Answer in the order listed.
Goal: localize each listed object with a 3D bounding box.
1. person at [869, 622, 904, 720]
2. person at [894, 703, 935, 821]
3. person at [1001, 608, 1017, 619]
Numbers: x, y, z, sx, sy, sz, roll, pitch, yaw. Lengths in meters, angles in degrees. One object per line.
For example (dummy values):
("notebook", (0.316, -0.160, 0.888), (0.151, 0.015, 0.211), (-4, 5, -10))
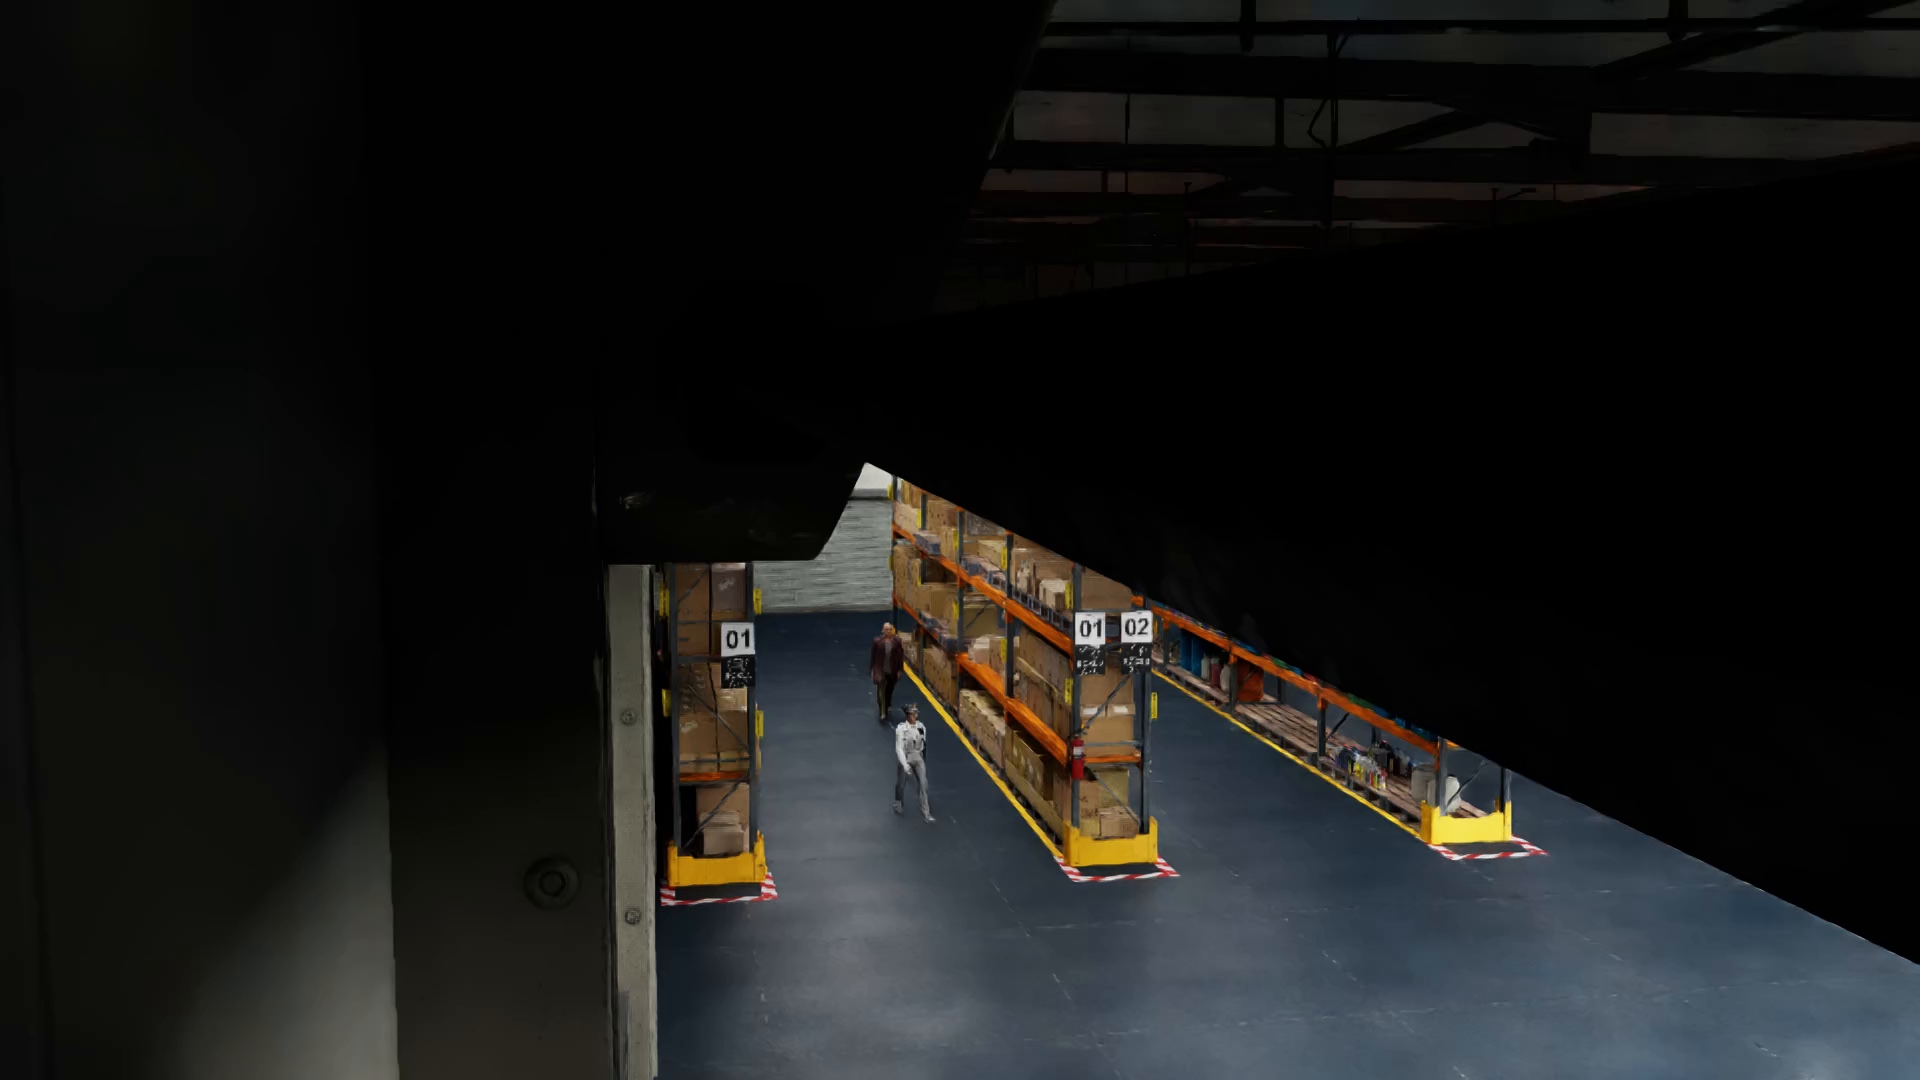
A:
("person", (-1.284, 2.289, 29.424), (0.588, 1.700, 1.193), (-1, 6, -12))
("person", (-0.677, 3.030, 22.945), (0.483, 1.621, 0.993), (-2, 7, -18))
("person", (1.302, 1.110, 40.765), (0.485, 1.660, 0.687), (3, 7, 28))
